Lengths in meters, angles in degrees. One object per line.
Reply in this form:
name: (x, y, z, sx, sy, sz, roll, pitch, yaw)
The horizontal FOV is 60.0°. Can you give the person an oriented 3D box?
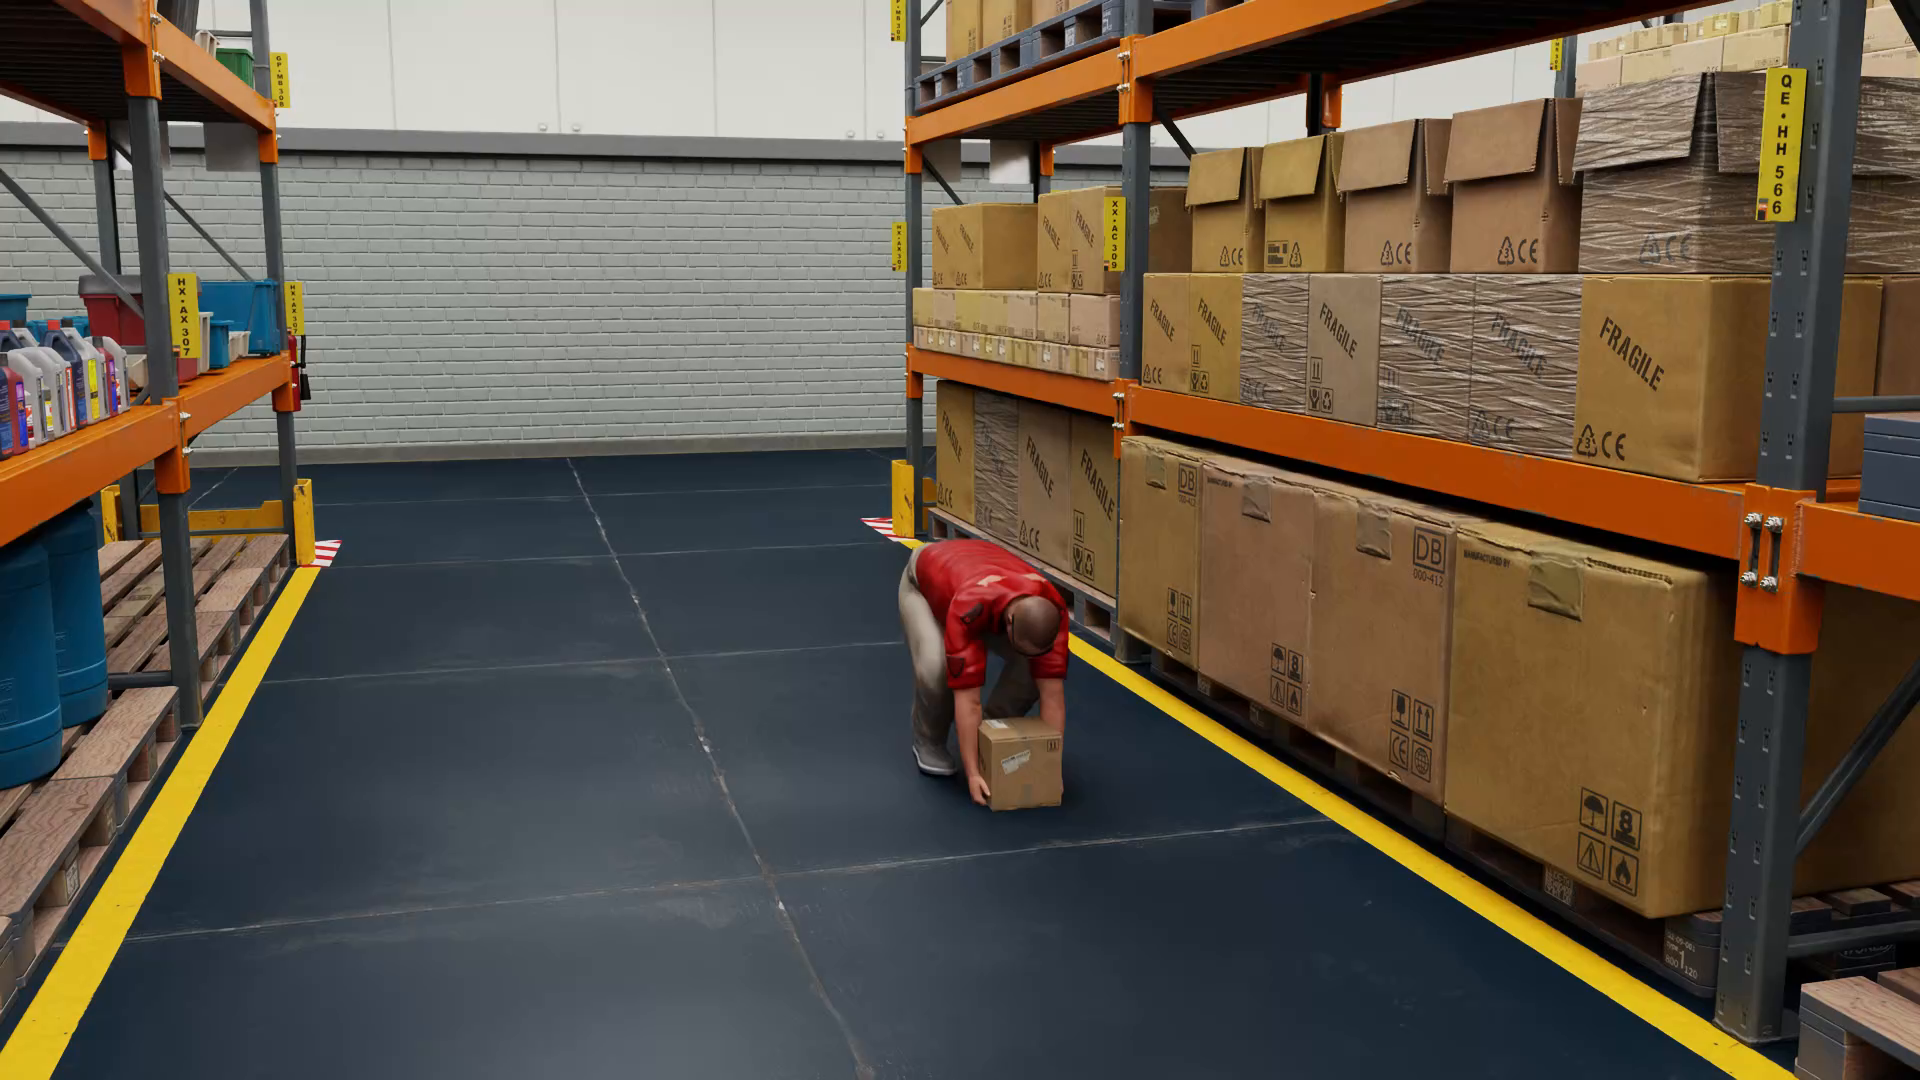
person: (0.091, 0.448, 5.983, 0.528, 0.859, 0.956, -3, 10, -20)
